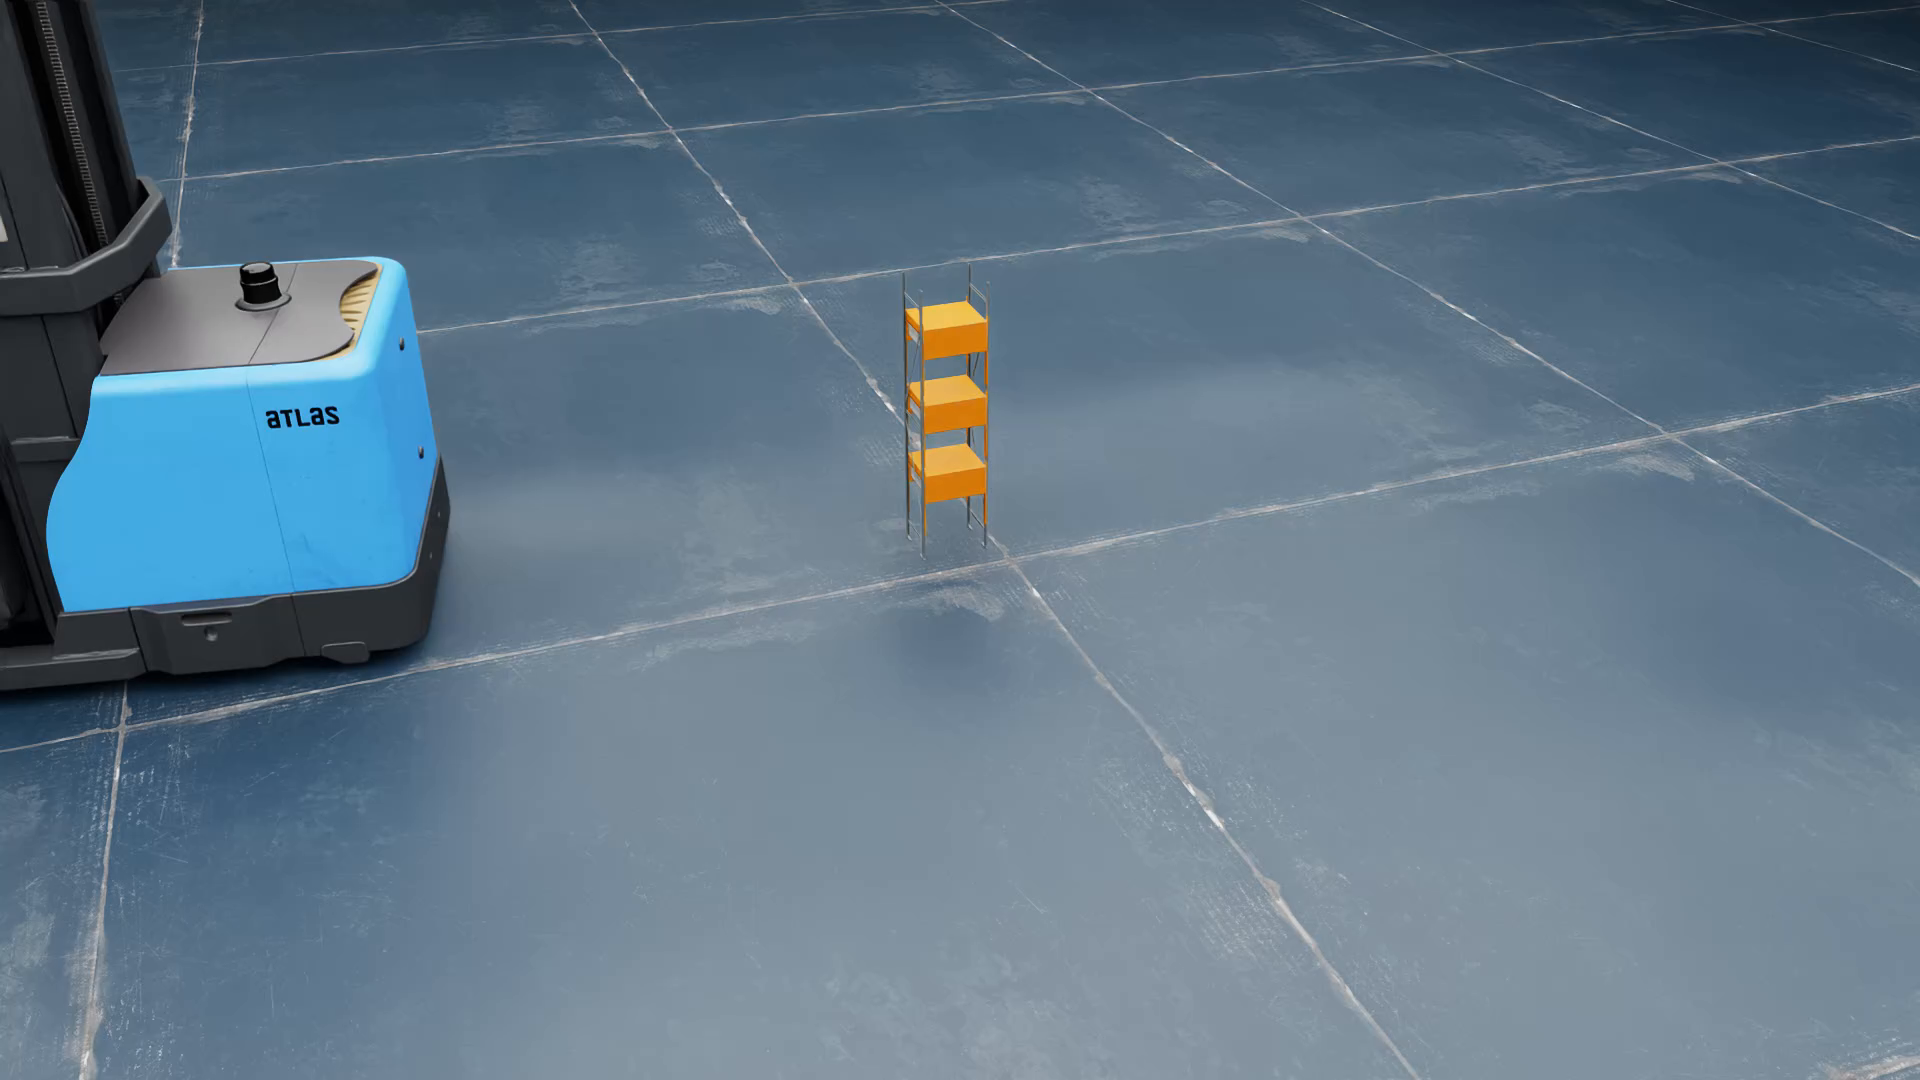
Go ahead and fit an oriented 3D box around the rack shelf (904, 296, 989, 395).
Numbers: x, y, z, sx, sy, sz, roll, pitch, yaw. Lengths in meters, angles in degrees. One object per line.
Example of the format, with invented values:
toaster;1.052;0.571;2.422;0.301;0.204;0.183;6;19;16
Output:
rack shelf;-0.050;-0.684;5.839;0.240;0.259;0.215;-10;31;-18

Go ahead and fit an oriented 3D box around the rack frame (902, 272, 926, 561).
rack frame;-0.164;-0.426;5.937;0.008;1.050;0.200;-10;31;-18

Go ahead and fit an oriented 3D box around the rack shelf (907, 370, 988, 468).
rack shelf;-0.050;-0.438;5.979;0.240;0.259;0.215;-10;31;-18

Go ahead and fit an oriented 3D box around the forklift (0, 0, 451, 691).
forklift;-3.347;-0.986;5.019;3.031;2.935;1.130;-5;30;-9

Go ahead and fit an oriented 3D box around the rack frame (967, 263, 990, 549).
rack frame;0.064;-0.468;6.011;0.008;1.050;0.200;-10;31;-18

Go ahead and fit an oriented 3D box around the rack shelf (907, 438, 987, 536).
rack shelf;-0.050;-0.196;6.117;0.240;0.259;0.215;-10;31;-18

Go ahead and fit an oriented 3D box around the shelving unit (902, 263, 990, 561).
shelving unit;-0.050;-0.447;5.974;0.252;1.050;0.215;-10;31;-18
